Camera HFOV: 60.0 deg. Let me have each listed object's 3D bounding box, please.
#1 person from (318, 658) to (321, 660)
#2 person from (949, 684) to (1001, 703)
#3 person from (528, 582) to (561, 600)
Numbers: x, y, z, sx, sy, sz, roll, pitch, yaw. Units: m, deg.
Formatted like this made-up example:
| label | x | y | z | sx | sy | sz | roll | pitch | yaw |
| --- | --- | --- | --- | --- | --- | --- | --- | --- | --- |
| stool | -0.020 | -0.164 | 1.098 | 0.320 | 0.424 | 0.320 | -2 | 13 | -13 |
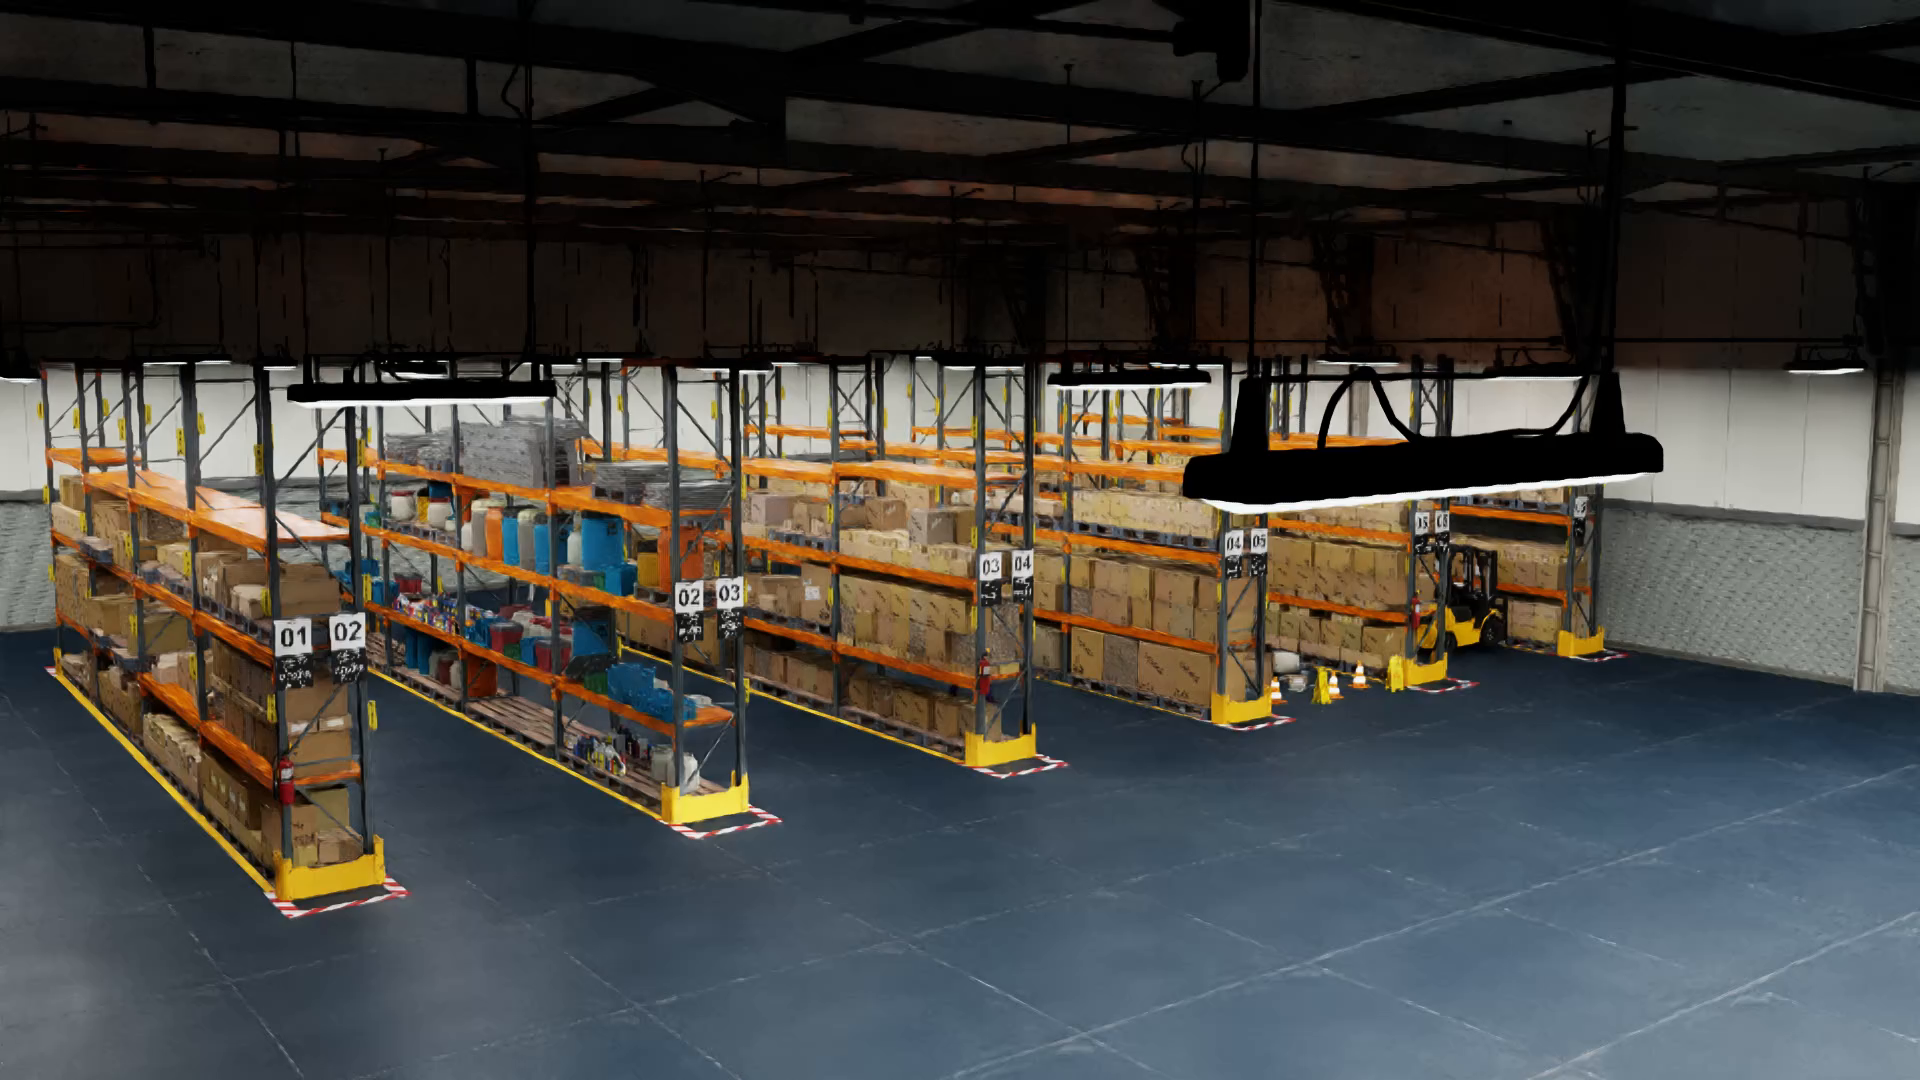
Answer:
| label | x | y | z | sx | sy | sz | roll | pitch | yaw |
| --- | --- | --- | --- | --- | --- | --- | --- | --- | --- |
| person | -11.589 | 1.956 | 29.369 | 0.569 | 1.720 | 0.447 | 4 | 8 | 27 |
| person | 0.215 | 2.057 | 29.042 | 0.481 | 1.565 | 1.091 | -5 | 9 | -38 |
| person | -10.132 | 0.670 | 40.531 | 0.818 | 1.597 | 0.656 | 5 | 9 | 36 |
